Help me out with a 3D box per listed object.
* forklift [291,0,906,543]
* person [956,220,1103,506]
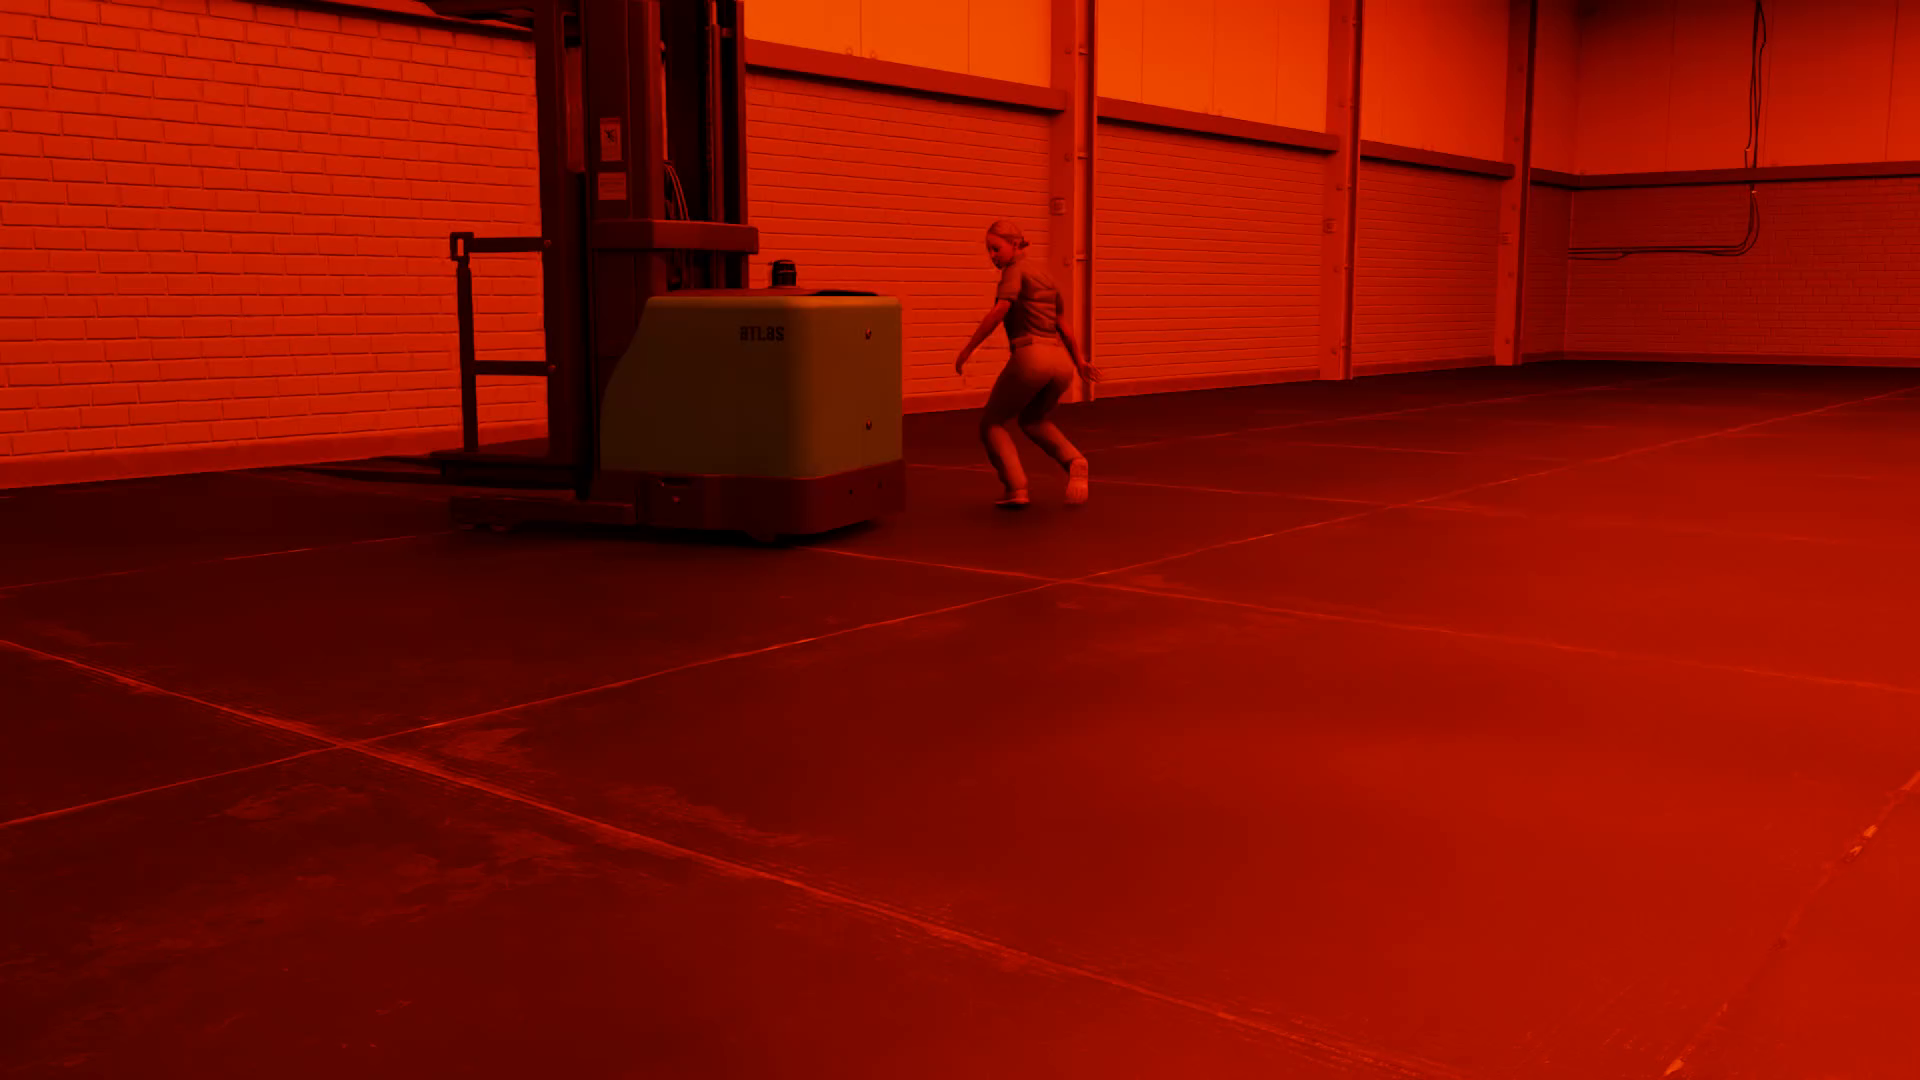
[{"bbox_3d":[-1.826,-1.551,7.882,3.031,2.935,1.130,3,9,22],"label":"forklift"},{"bbox_3d":[0.400,-0.897,8.624,0.493,1.503,0.885,7,11,41],"label":"person"}]
